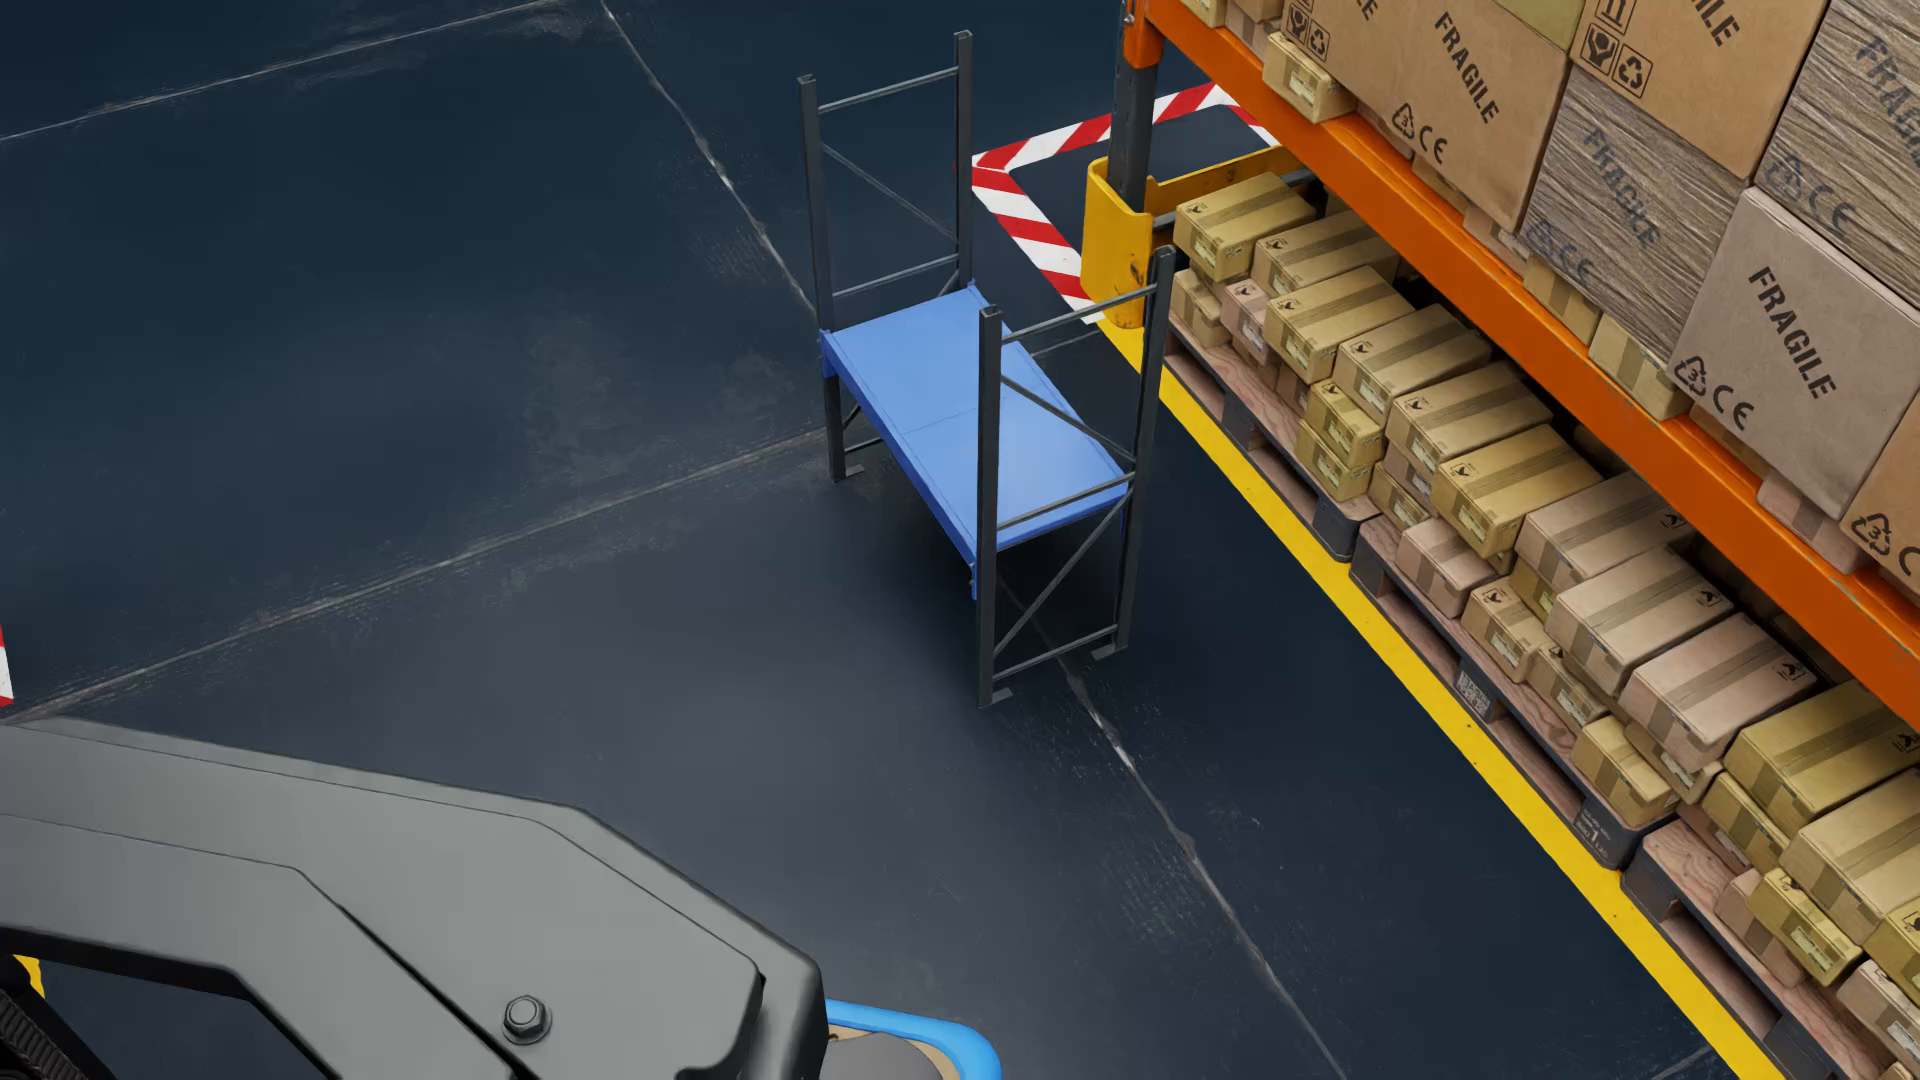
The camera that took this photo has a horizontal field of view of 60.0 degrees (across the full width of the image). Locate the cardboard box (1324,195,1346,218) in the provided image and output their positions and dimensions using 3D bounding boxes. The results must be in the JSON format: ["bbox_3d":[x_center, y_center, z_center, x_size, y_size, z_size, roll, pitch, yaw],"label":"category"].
[{"bbox_3d":[1.473,-1.128,5.661,0.380,0.149,0.250,-22,53,-18],"label":"cardboard box"}]

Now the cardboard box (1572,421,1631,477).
[{"bbox_3d":[1.998,-0.326,4.762,0.380,0.149,0.250,-23,53,-19],"label":"cardboard box"}]

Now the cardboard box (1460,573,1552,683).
[{"bbox_3d":[1.653,0.207,4.691,0.380,0.149,0.250,-21,52,-18],"label":"cardboard box"}]

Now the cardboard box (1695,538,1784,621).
[{"bbox_3d":[2.221,0.018,4.461,0.380,0.149,0.250,-23,53,-19],"label":"cardboard box"}]

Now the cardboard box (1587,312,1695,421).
[{"bbox_3d":[1.690,-0.457,3.824,0.380,0.149,0.250,-20,52,-17],"label":"cardboard box"}]

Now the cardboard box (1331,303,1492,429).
[{"bbox_3d":[1.337,-0.520,4.931,0.380,0.149,0.250,-24,53,-19],"label":"cardboard box"}]

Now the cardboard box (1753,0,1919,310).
[{"bbox_3d":[1.890,-0.781,3.012,0.500,0.500,0.500,-20,52,-17],"label":"cardboard box"}]

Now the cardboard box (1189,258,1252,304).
[{"bbox_3d":[0.989,-0.944,5.500,0.380,0.149,0.250,-19,52,-16],"label":"cardboard box"}]

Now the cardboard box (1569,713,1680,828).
[{"bbox_3d":[1.852,0.555,4.387,0.380,0.149,0.250,-21,52,-18],"label":"cardboard box"}]

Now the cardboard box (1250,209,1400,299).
[{"bbox_3d":[1.149,-0.870,5.238,0.380,0.149,0.250,-20,52,-17],"label":"cardboard box"}]

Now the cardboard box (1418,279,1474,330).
[{"bbox_3d":[1.713,-0.781,5.357,0.380,0.149,0.250,-23,53,-19],"label":"cardboard box"}]

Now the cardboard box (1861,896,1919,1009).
[{"bbox_3d":[2.262,0.891,3.698,0.380,0.149,0.250,-21,52,-17],"label":"cardboard box"}]

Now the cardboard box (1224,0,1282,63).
[{"bbox_3d":[0.988,-1.517,4.751,0.380,0.149,0.250,-19,52,-16],"label":"cardboard box"}]

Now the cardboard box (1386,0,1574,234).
[{"bbox_3d":[1.418,-1.139,3.989,0.500,0.500,0.500,-21,52,-17],"label":"cardboard box"}]

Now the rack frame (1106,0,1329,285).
[{"bbox_3d":[0.978,-2.085,5.081,1.000,3.000,0.127,-21,52,-18],"label":"rack frame"}]

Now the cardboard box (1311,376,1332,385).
[{"bbox_3d":[1.255,-0.608,5.206,0.380,0.149,0.250,-21,52,-17],"label":"cardboard box"}]

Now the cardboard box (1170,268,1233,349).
[{"bbox_3d":[0.933,-0.824,5.593,0.380,0.149,0.250,-20,52,-17],"label":"cardboard box"}]

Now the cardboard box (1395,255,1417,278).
[{"bbox_3d":[1.509,-1.026,5.374,0.380,0.149,0.250,-20,52,-17],"label":"cardboard box"}]

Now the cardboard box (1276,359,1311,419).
[{"bbox_3d":[1.245,-0.513,5.321,0.380,0.149,0.250,-21,52,-17],"label":"cardboard box"}]

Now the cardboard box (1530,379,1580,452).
[{"bbox_3d":[1.961,-0.438,5.058,0.380,0.149,0.250,-20,52,-17],"label":"cardboard box"}]

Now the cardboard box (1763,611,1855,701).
[{"bbox_3d":[2.362,0.279,4.431,0.380,0.149,0.250,-19,51,-16],"label":"cardboard box"}]

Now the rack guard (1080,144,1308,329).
[{"bbox_3d":[1.013,-1.211,5.977,1.175,0.500,0.348,-21,52,-18],"label":"rack guard"}]

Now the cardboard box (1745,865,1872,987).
[{"bbox_3d":[2.108,0.843,3.937,0.380,0.149,0.250,-23,53,-19],"label":"cardboard box"}]

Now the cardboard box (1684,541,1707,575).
[{"bbox_3d":[2.213,-0.086,4.750,0.380,0.149,0.250,-21,52,-17],"label":"cardboard box"}]

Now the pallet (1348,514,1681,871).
[{"bbox_3d":[1.907,0.255,4.887,1.003,0.211,1.213,-21,52,-18],"label":"pallet"}]

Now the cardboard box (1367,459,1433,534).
[{"bbox_3d":[1.466,-0.166,5.018,0.380,0.149,0.250,-21,52,-17],"label":"cardboard box"}]

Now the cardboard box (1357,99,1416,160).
[{"bbox_3d":[1.304,-1.192,4.466,0.380,0.149,0.250,-19,51,-16],"label":"cardboard box"}]

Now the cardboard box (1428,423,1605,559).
[{"bbox_3d":[1.535,-0.139,4.598,0.380,0.149,0.250,-20,52,-17],"label":"cardboard box"}]

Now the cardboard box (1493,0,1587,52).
[{"bbox_3d":[1.402,-1.462,3.607,0.500,0.500,0.500,-22,52,-18],"label":"cardboard box"}]

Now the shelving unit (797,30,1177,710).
[{"bbox_3d":[0.039,-0.437,4.636,0.538,1.500,1.048,-21,52,-18],"label":"shelving unit"}]

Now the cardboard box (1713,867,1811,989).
[{"bbox_3d":[2.103,0.890,4.094,0.380,0.149,0.250,-23,53,-19],"label":"cardboard box"}]

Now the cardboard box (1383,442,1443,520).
[{"bbox_3d":[1.482,-0.254,4.896,0.380,0.149,0.250,-23,53,-19],"label":"cardboard box"}]

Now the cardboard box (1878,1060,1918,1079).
[{"bbox_3d":[2.326,1.247,3.781,0.380,0.149,0.250,-21,52,-17],"label":"cardboard box"}]

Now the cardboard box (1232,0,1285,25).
[{"bbox_3d":[0.938,-1.820,4.585,0.500,0.500,0.500,-19,51,-16],"label":"cardboard box"}]

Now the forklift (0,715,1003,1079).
[{"bbox_3d":[-0.701,1.662,1.849,1.130,2.935,3.031,9,49,7],"label":"forklift"}]

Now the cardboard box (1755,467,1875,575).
[{"bbox_3d":[1.939,-0.123,3.531,0.380,0.149,0.250,-23,53,-19],"label":"cardboard box"}]

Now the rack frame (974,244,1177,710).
[{"bbox_3d":[0.272,-0.096,4.338,0.500,1.500,0.032,-21,52,-18],"label":"rack frame"}]

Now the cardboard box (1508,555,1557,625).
[{"bbox_3d":[1.758,0.098,4.589,0.380,0.149,0.250,-19,51,-16],"label":"cardboard box"}]

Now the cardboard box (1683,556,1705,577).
[{"bbox_3d":[2.109,0.034,4.842,0.380,0.149,0.250,-20,52,-17],"label":"cardboard box"}]

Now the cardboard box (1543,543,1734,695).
[{"bbox_3d":[1.752,0.200,4.302,0.380,0.149,0.250,-23,53,-19],"label":"cardboard box"}]

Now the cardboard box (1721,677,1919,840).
[{"bbox_3d":[2.092,0.526,4.017,0.380,0.149,0.250,-20,52,-16],"label":"cardboard box"}]

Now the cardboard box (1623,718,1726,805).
[{"bbox_3d":[1.947,0.478,4.257,0.380,0.149,0.250,-20,52,-17],"label":"cardboard box"}]

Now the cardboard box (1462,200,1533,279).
[{"bbox_3d":[1.494,-0.827,4.147,0.380,0.149,0.250,-22,52,-18],"label":"cardboard box"}]

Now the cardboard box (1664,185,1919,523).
[{"bbox_3d":[1.873,-0.446,3.384,0.500,0.500,0.500,-21,52,-18],"label":"cardboard box"}]
